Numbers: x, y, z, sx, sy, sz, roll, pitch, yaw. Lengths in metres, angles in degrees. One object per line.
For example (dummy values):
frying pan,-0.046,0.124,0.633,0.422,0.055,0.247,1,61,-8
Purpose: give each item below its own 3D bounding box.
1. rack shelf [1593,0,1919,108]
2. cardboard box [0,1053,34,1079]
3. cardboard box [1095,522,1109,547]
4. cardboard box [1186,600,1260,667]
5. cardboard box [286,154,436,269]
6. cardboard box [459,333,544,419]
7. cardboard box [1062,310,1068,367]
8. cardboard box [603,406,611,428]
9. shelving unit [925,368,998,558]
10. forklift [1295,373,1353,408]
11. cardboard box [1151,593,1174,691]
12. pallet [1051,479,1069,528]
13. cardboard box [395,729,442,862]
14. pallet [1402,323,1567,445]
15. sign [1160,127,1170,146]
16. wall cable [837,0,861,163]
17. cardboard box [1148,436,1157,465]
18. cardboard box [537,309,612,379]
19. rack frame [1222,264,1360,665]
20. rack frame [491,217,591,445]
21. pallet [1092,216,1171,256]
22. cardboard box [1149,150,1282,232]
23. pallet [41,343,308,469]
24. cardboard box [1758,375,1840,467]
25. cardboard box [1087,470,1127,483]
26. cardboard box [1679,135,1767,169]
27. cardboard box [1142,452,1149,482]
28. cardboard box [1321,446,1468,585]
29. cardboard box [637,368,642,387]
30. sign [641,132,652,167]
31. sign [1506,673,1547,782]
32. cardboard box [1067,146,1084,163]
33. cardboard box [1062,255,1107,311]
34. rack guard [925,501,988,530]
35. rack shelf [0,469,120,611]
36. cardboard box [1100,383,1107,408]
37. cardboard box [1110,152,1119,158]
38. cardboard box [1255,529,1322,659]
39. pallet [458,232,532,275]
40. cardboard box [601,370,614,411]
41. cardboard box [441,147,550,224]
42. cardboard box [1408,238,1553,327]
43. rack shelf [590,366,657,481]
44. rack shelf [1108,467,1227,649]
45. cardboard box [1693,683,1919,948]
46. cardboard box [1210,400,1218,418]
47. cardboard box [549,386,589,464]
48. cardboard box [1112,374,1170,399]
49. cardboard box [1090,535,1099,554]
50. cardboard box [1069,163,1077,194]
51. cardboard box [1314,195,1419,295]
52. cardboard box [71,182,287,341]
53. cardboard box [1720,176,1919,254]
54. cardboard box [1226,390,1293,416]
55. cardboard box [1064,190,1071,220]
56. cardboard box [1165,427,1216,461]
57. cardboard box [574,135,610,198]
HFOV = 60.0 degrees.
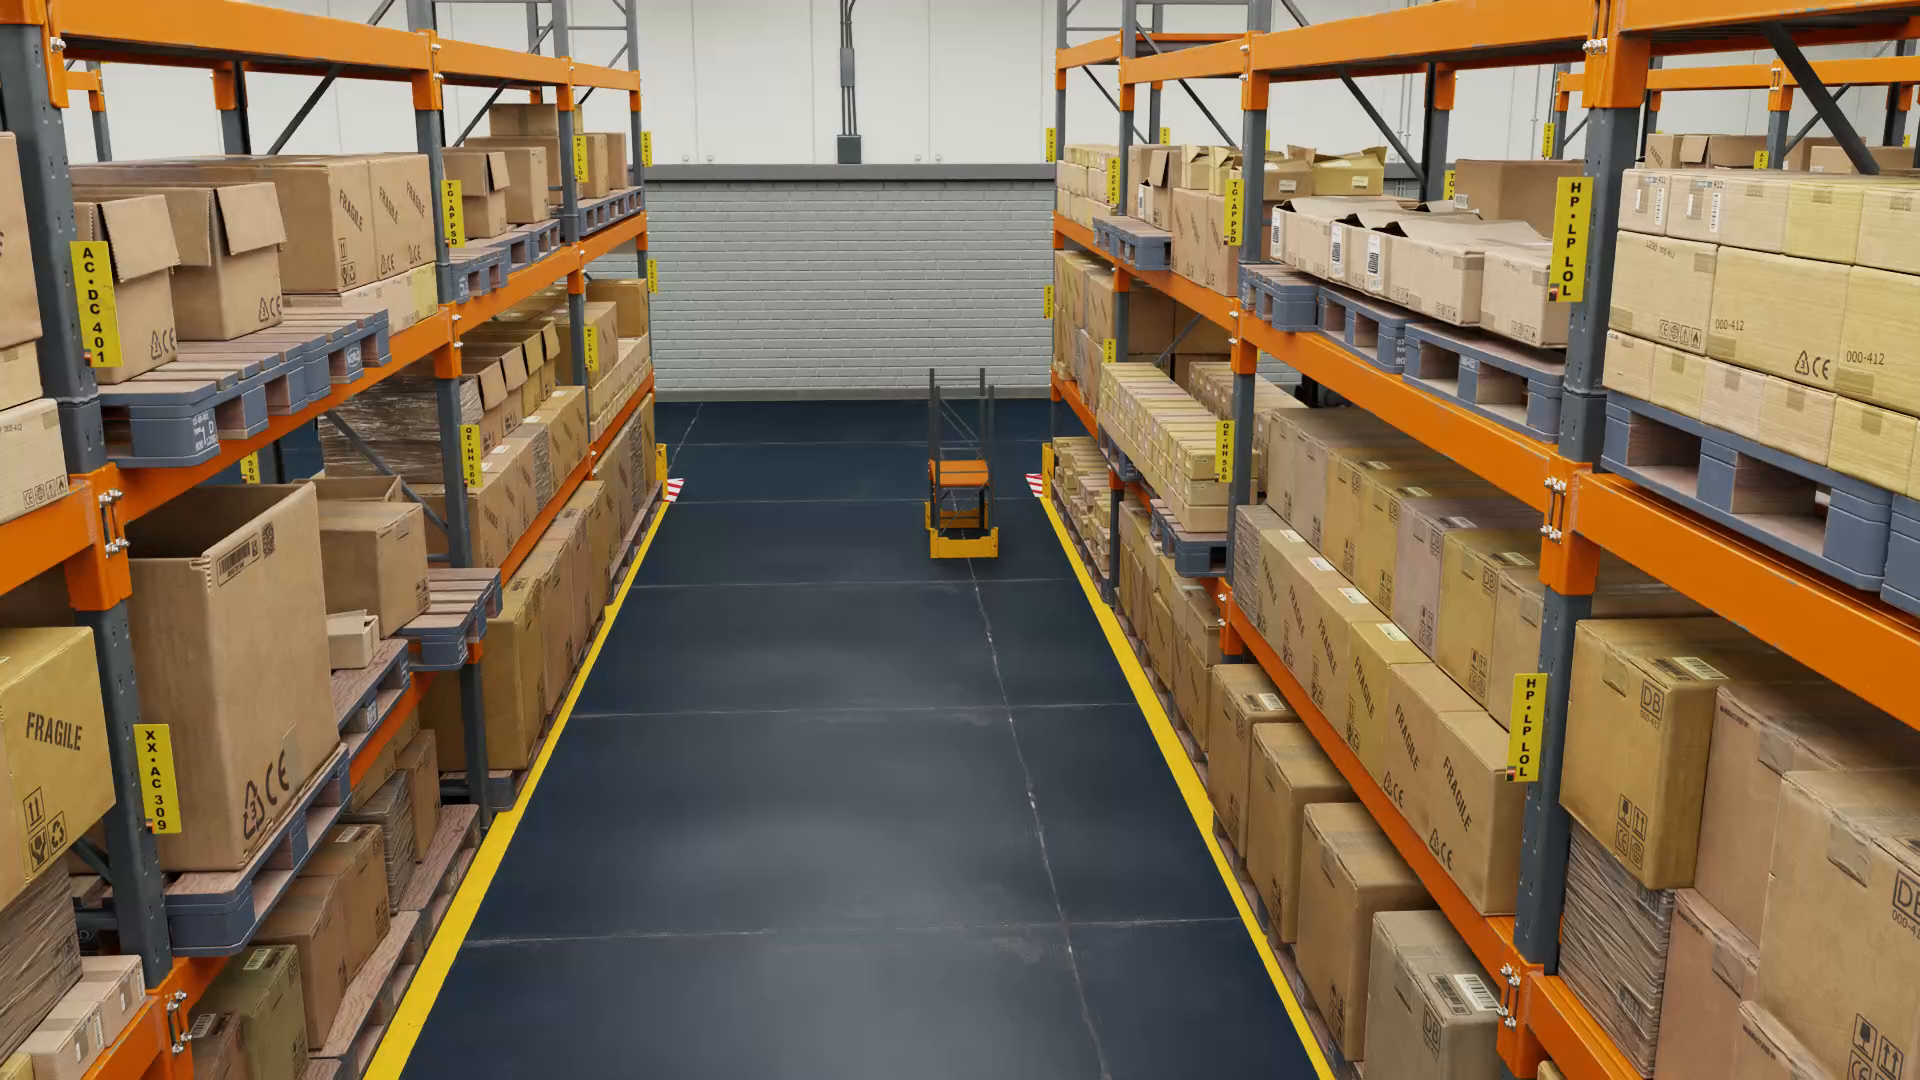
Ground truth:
rack shelf,2.287,-0.817,2.388,1.077,0.370,4.000,-1,14,-3
cardboard box,-2.525,1.397,4.083,0.380,0.149,0.250,-1,14,-3
cardboard box,1.301,-0.048,13.474,0.380,0.149,0.250,-2,15,-6
cardboard box,1.611,0.532,9.607,0.500,0.250,0.500,-1,14,-5
cardboard box,-2.762,-1.523,7.701,0.500,0.500,0.500,-1,14,-2
cardboard box,-3.211,-1.094,11.044,0.797,0.503,0.637,-1,14,-3
cardboard box,1.230,-1.879,15.513,0.500,0.500,0.500,-1,14,-3
cardboard box,-3.009,-0.977,13.308,0.380,0.149,0.250,0,14,-2
shelving unit,0.005,-0.707,14.766,0.587,1.500,1.083,-1,14,-3
forklift,3.549,-1.279,14.116,1.130,2.935,3.031,-2,15,-9
cardboard box,1.536,0.641,10.687,0.500,0.500,0.500,-2,15,-6
pallet,1.439,-0.363,16.015,1.003,0.211,1.213,-1,14,-3
cardboard box,-2.980,1.270,8.206,0.700,0.500,0.500,-2,15,-6
pallet,2.057,-0.538,5.463,0.805,0.209,1.217,-1,15,-6
sign,1.975,-3.820,16.058,0.100,0.325,0.005,-1,14,-3
wall cable,-0.447,-7.807,20.852,2.277,5.999,0.120,-1,14,-3
cardboard box,1.365,-0.543,10.182,0.380,0.149,0.250,-1,14,-4
cardboard box,-3.087,-1.569,13.305,0.500,0.500,0.500,-1,14,-3
rack frame,1.915,0.054,8.796,1.000,3.000,0.127,-1,14,-3
rack frame,-3.289,-0.889,12.462,1.000,3.000,0.127,-1,14,-3
pallet,1.599,-2.147,11.709,1.213,0.211,1.003,-1,14,-3
cardboard box,1.632,-2.260,10.722,0.797,0.503,0.637,-1,14,-4
pallet,-2.726,-0.416,4.982,1.213,0.211,1.003,-1,14,-3
cardboard box,1.894,-0.249,3.416,0.380,0.149,0.250,-1,14,-4
cardboard box,1.325,-0.523,14.722,0.380,0.149,0.250,-1,14,-3
cardboard box,6.486,-3.131,13.907,0.797,0.503,0.637,0,14,1
cardboard box,1.352,-0.462,10.464,0.380,0.149,0.250,0,14,-2
cardboard box,2.000,-0.113,7.239,0.700,0.500,0.500,-1,14,-4
cardboard box,-3.140,-1.489,15.299,0.380,0.149,0.250,-1,14,-2
sign,-2.995,-3.732,15.873,0.100,0.325,0.005,-1,14,-3
sign,1.622,0.537,4.753,0.100,0.325,0.005,-1,14,-3
cardboard box,1.168,-3.474,14.985,0.380,0.149,0.250,-1,14,-3
cardboard box,1.220,-2.371,15.417,0.500,0.500,0.500,0,14,-2
rack guard,-0.026,-0.226,15.403,0.587,0.250,0.087,-1,14,-3
rack shelf,-2.670,0.494,2.512,1.077,0.370,4.000,-1,14,-3
cardboard box,1.233,-1.061,12.196,0.380,0.149,0.250,-1,14,-3
cardboard box,1.349,-2.895,12.736,0.380,0.149,0.250,-1,14,-2
cardboard box,1.708,0.248,7.842,0.500,0.500,0.500,-1,14,-4
pallet,-3.207,-1.693,9.945,1.003,0.211,1.213,0,14,-1
cardboard box,-3.083,-1.205,13.395,0.500,0.250,0.500,-1,14,-4
cardboard box,-3.243,-2.449,11.464,0.700,0.500,0.500,-1,14,-2
cardboard box,1.867,-0.886,5.690,0.500,0.250,0.500,-1,14,-4
rack shelf,-3.413,-1.038,14.485,1.077,0.370,4.000,-1,14,-3
rack shelf,1.791,-0.095,10.818,1.077,0.370,4.000,-1,14,-3
cardboard box,2.302,0.681,3.893,0.875,0.550,0.550,-1,14,-3
cardboard box,1.940,-0.875,11.473,0.380,0.149,0.250,-1,14,-5
cardboard box,-2.988,-0.825,12.014,0.500,0.500,0.500,-1,14,-3
cardboard box,1.269,-1.072,11.641,0.380,0.149,0.250,-1,14,-3
cardboard box,1.290,0.014,13.831,0.380,0.149,0.250,-1,14,-5
cardboard box,1.240,-3.189,14.678,0.500,0.250,0.500,-1,14,-3
cardboard box,2.145,-1.593,8.977,0.500,0.500,0.500,-1,14,-3
cardboard box,-2.783,-0.958,5.661,0.797,0.503,0.637,0,14,-1
cardboard box,1.879,-0.698,3.559,0.380,0.149,0.250,-1,14,-4
cardboard box,1.967,-0.889,10.931,0.380,0.149,0.250,-2,15,-6
cardboard box,1.221,-3.069,15.215,0.500,0.250,0.500,0,14,-2
cardboard box,1.398,-0.558,9.643,0.380,0.149,0.250,0,14,-2
cardboard box,-3.317,-3.102,13.798,0.700,0.500,0.500,0,14,-1
